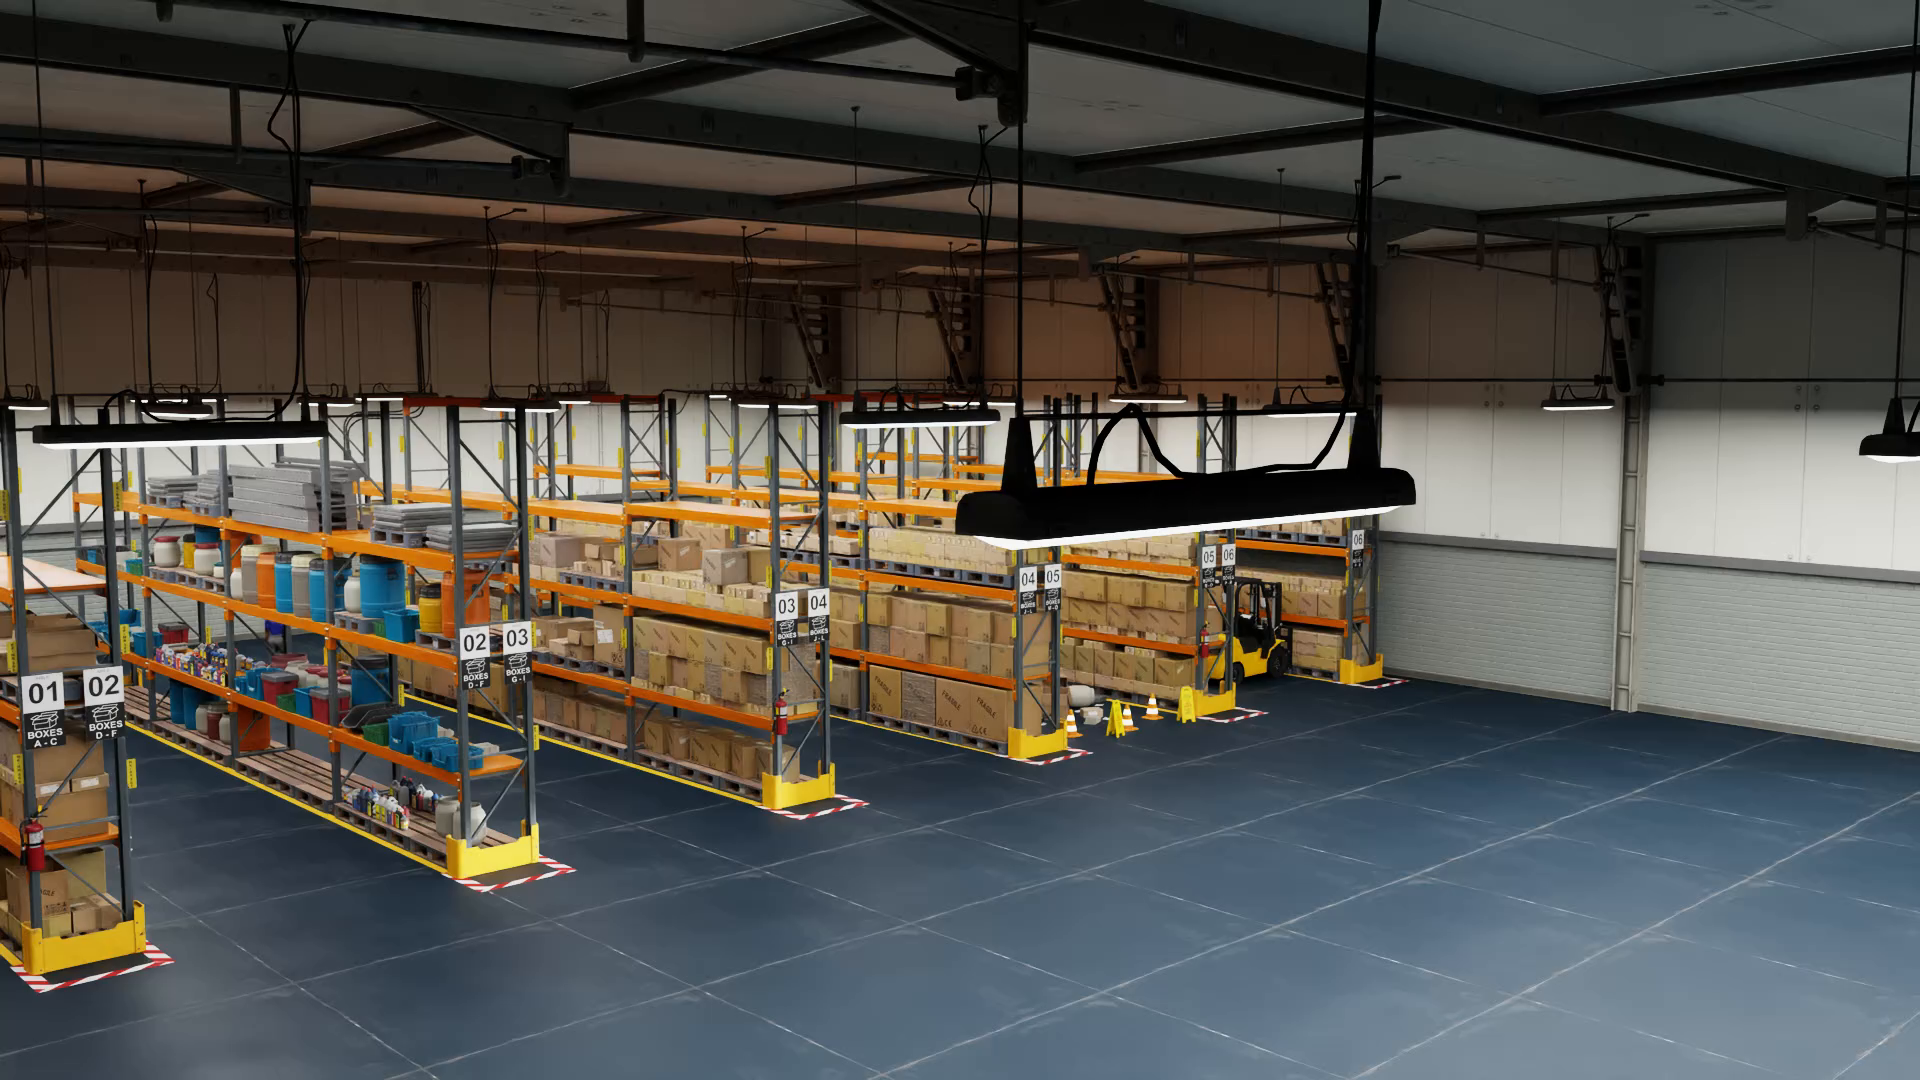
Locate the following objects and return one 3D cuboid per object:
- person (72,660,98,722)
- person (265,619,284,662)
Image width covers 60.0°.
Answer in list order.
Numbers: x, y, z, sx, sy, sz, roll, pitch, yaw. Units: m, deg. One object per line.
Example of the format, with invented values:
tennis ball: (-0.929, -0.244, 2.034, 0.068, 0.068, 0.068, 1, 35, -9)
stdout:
person: (-15.590, 2.659, 29.430, 0.673, 1.682, 0.669, -4, 7, -34)
person: (-14.232, 2.159, 34.658, 0.517, 1.660, 0.426, 0, 6, -1)
